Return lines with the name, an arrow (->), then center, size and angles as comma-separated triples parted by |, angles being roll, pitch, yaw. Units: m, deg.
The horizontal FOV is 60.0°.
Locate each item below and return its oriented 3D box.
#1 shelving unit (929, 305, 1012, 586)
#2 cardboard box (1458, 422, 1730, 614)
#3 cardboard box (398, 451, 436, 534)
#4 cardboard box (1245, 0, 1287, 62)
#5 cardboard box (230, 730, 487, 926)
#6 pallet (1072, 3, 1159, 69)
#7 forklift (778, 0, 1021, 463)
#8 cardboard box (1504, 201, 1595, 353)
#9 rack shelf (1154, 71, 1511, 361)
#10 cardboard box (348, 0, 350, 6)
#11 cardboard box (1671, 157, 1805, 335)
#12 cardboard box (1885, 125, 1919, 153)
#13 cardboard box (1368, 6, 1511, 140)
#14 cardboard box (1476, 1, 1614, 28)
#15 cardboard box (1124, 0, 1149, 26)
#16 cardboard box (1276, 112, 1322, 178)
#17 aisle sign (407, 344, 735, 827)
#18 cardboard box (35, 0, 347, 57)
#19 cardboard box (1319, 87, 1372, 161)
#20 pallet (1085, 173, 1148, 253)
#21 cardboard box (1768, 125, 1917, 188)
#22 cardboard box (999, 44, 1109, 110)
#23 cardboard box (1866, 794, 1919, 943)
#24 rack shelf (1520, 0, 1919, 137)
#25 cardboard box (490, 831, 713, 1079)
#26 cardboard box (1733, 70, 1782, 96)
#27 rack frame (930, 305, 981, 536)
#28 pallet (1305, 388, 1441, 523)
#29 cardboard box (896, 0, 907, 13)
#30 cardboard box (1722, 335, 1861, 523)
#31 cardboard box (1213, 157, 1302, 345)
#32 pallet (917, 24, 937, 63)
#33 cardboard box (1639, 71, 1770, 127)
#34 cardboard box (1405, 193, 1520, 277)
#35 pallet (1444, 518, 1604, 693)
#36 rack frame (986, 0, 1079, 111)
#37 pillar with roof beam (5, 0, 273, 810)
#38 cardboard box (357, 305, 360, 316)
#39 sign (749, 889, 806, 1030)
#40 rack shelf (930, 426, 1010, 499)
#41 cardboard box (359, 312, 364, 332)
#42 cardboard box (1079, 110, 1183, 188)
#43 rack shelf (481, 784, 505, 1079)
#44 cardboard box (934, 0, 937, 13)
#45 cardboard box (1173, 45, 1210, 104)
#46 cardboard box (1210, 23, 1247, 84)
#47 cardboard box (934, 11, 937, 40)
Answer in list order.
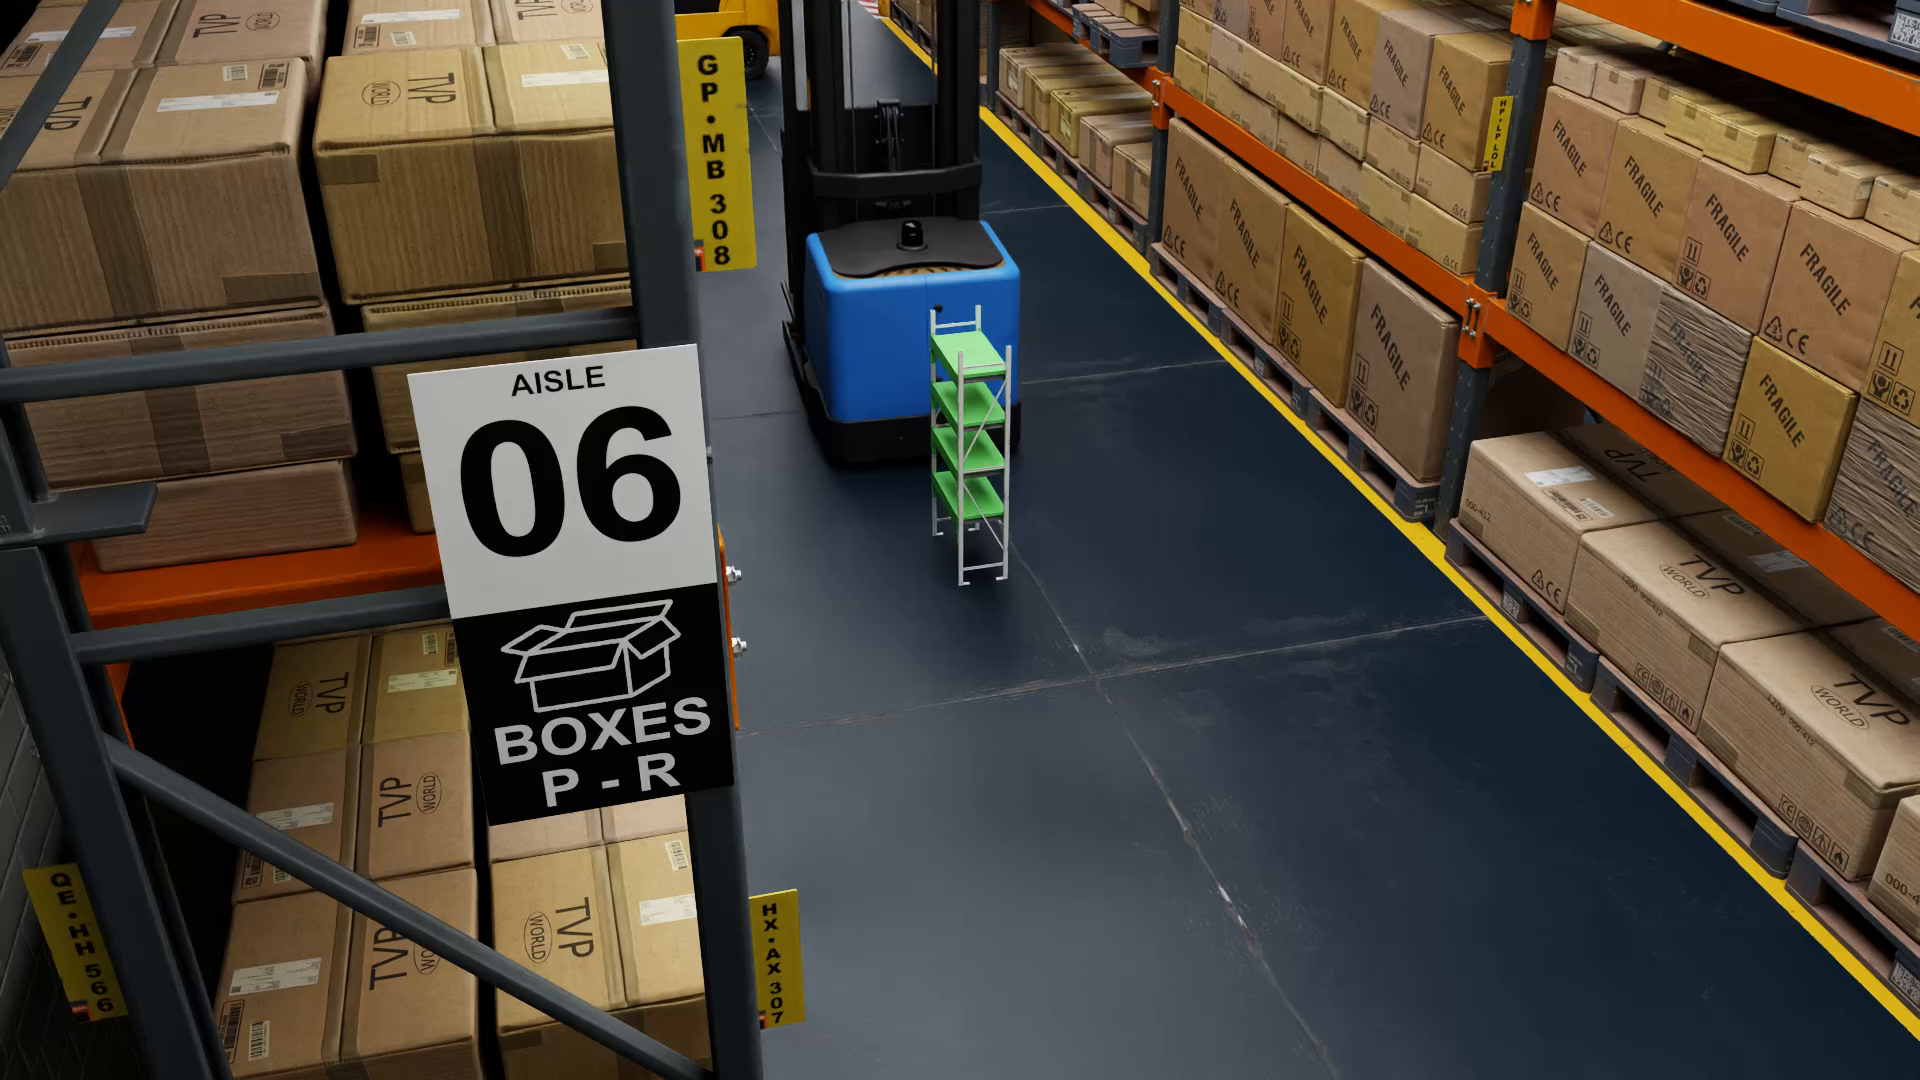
shelving unit -> 0.044, -0.439, 7.811 | 0.258, 1.200, 0.503 | -8, 31, -13
cardboard box -> 2.922, -0.128, 7.615 | 0.875, 0.438, 0.875 | -8, 31, -14
cardboard box -> -0.724, -0.153, 2.777 | 0.380, 0.149, 0.250 | -7, 31, -12
cardboard box -> 1.956, -3.020, 9.375 | 0.500, 0.500, 0.500 | -7, 31, -12
cardboard box -> -1.377, 0.721, 3.863 | 0.500, 0.250, 0.500 | -8, 31, -13
pallet -> 1.506, -3.552, 11.583 | 1.213, 0.211, 1.003 | -8, 31, -13
forklift -> -0.483, -2.398, 9.467 | 1.130, 2.935, 3.031 | -6, 31, -10
cardboard box -> 2.731, -1.154, 7.150 | 0.500, 0.500, 0.500 | -7, 31, -12
rack shelf -> 2.328, -2.027, 9.476 | 1.077, 0.370, 4.000 | -8, 31, -13
cardboard box -> -1.003, -1.094, 3.505 | 0.500, 0.250, 0.500 | -8, 31, -14
cardboard box -> 3.005, -1.093, 6.046 | 0.500, 0.500, 0.500 | -7, 31, -12
cardboard box -> 3.526, -1.397, 5.924 | 0.380, 0.149, 0.250 | -8, 31, -14
cardboard box -> 2.354, -2.280, 8.097 | 0.500, 0.500, 0.500 | -7, 31, -12
cardboard box -> 2.858, -2.341, 8.203 | 0.500, 0.500, 0.500 | -8, 31, -14
cardboard box -> 1.343, -3.624, 11.349 | 0.380, 0.149, 0.250 | -7, 31, -13
cardboard box -> 2.106, -2.232, 9.262 | 0.500, 0.250, 0.500 | -8, 31, -13
aisle sign -> -0.563, 0.090, 2.505 | 0.394, 0.787, 0.004 | -8, 31, -13
cardboard box -> -1.535, -1.034, 3.401 | 0.500, 0.250, 0.500 | -8, 31, -13
cardboard box -> 2.225, -2.194, 8.698 | 0.500, 0.250, 0.500 | -7, 31, -12
pallet -> 1.591, -2.475, 12.316 | 1.003, 0.211, 1.213 | -8, 31, -13
cardboard box -> 3.080, -1.332, 5.812 | 0.380, 0.149, 0.250 | -8, 31, -13
cardboard box -> 0.877, -4.028, 14.419 | 0.950, 0.372, 0.625 | -7, 31, -13
cardboard box -> 3.649, 1.181, 5.354 | 0.875, 0.438, 0.875 | -9, 31, -15
rack shelf -> 3.390, -1.394, 5.387 | 1.077, 0.370, 4.000 | -8, 31, -13
cardboard box -> -0.724, 0.902, 3.550 | 0.500, 0.250, 0.500 | -8, 31, -13
cardboard box -> 3.270, -1.759, 6.550 | 0.380, 0.149, 0.250 | -8, 31, -13
rack frame -> -0.021, -0.557, 8.015 | 0.240, 1.200, 0.015 | -8, 31, -13
pallet -> 2.582, -0.528, 8.952 | 1.003, 0.211, 1.213 | -8, 31, -13
cardboard box -> -0.378, -5.734, 17.487 | 0.500, 0.250, 0.500 | -8, 31, -14
cardboard box -> 3.123, -0.421, 5.883 | 0.500, 0.500, 0.500 | -7, 31, -12
cardboard box -> 2.133, -1.791, 10.051 | 0.875, 0.875, 0.875 | -7, 31, -13
pallet -> 0.196, -4.940, 16.573 | 1.003, 0.211, 1.213 | -8, 31, -13
cardboard box -> 2.885, -1.703, 6.452 | 0.380, 0.149, 0.250 | -8, 31, -14
cardboard box -> 2.497, -1.491, 7.981 | 0.500, 0.250, 0.500 | -9, 31, -14
pallet -> 2.986, 0.212, 7.673 | 1.003, 0.211, 1.213 | -8, 31, -13
rack frame -> 0.736, -5.236, 14.303 | 1.000, 3.000, 0.127 | -8, 31, -13
pillar with roof beam -> 1.541, -3.424, 5.182 | 9.100, 9.000, 0.400 | -8, 31, -13
cardboard box -> -1.392, -0.565, 3.091 | 0.500, 0.250, 0.500 | -8, 31, -13
sign -> -0.341, 0.774, 3.054 | 0.100, 0.325, 0.005 | -8, 31, -13
rack shelf -> 0.044, -0.384, 7.843 | 0.258, 0.148, 0.480 | -8, 31, -13
cardboard box -> -1.369, -0.471, 3.326 | 0.380, 0.149, 0.250 | -9, 31, -15
cardboard box -> 1.454, -2.979, 12.606 | 0.950, 0.372, 0.625 | -8, 31, -14
rack shelf -> -1.395, 0.566, 4.995 | 1.077, 0.370, 4.000 | -8, 31, -13
cardboard box -> 0.047, -5.295, 15.980 | 0.500, 0.500, 0.500 | -6, 31, -11
cardboard box -> 1.685, -2.970, 10.536 | 0.500, 0.250, 0.500 | -8, 31, -14
cardboard box -> 1.830, -2.929, 9.966 | 0.500, 0.250, 0.500 | -7, 31, -12
cardboard box -> 0.038, -4.980, 16.185 | 0.500, 0.250, 0.500 | -7, 31, -13
